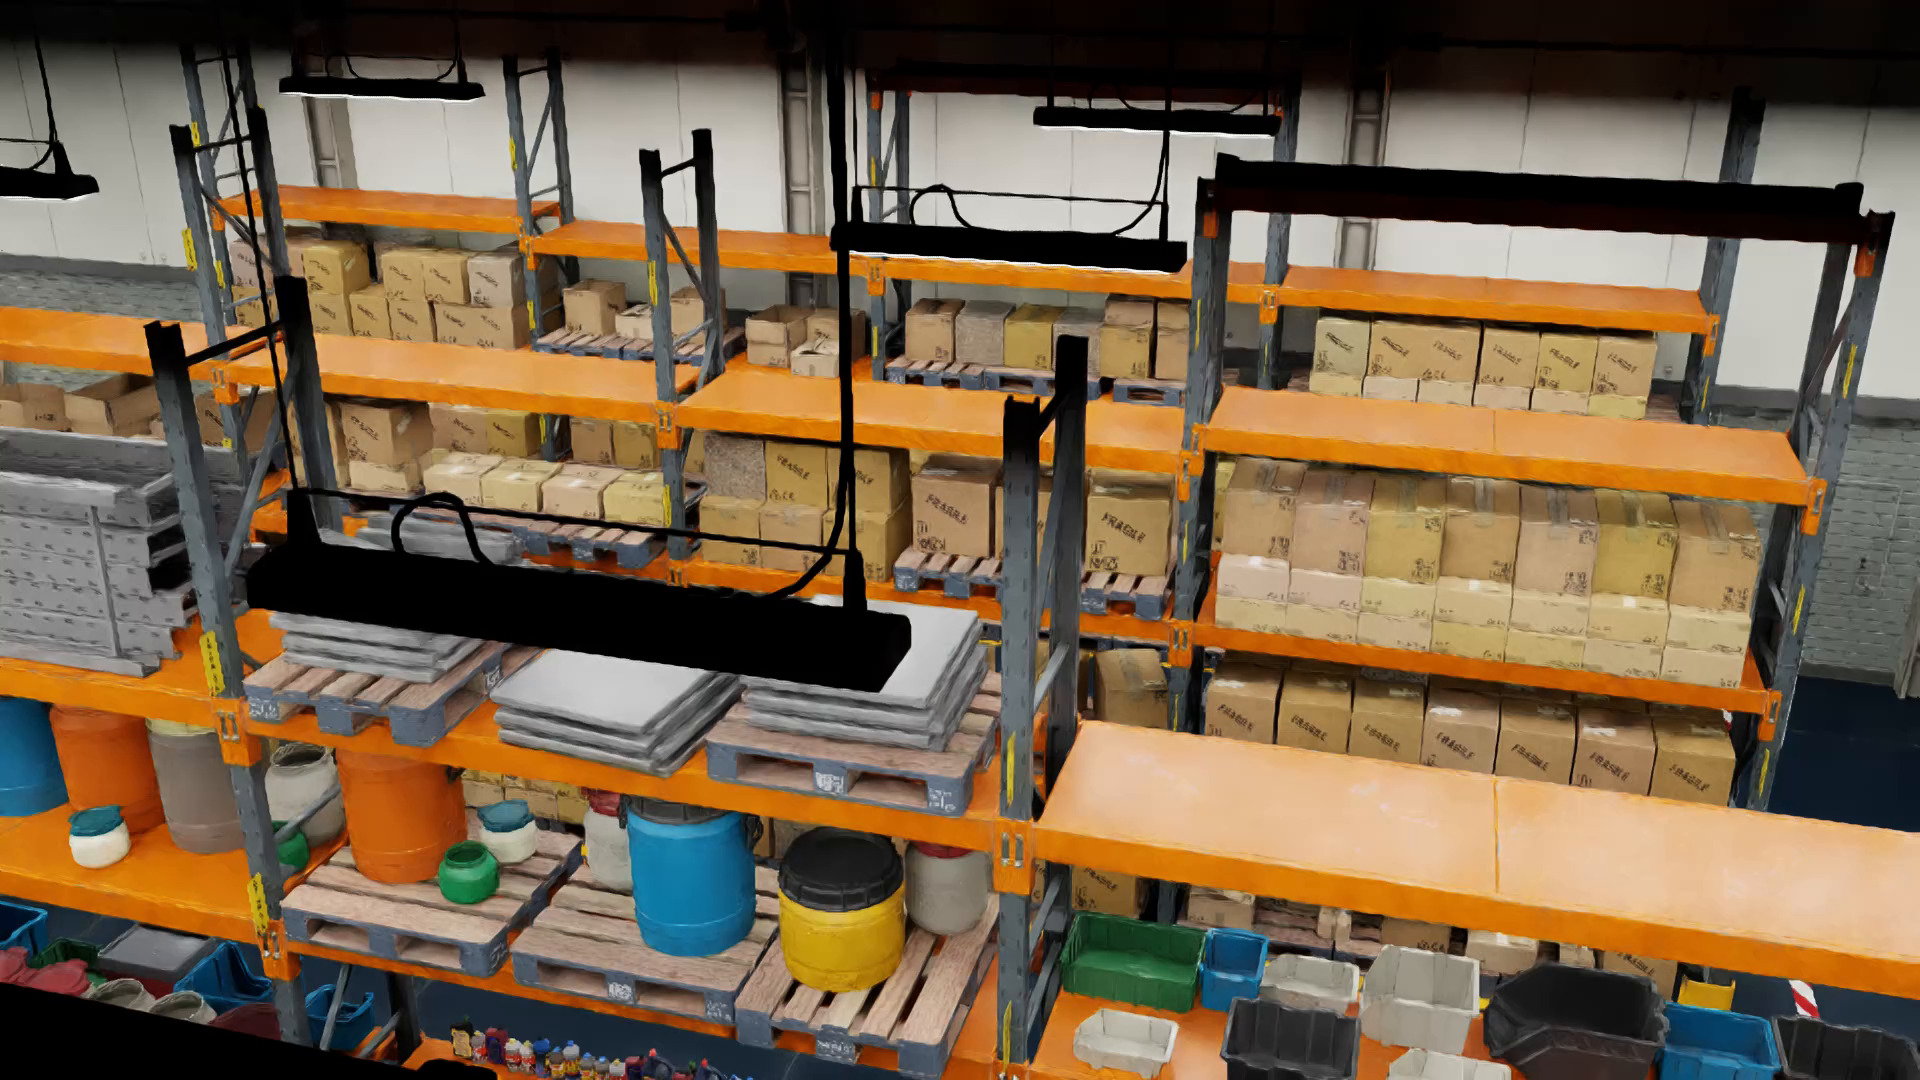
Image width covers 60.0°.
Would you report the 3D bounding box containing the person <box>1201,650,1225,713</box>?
[{"bbox_3d":[2.753,0.972,16.326,1.088,1.589,0.456,7,24,17],"label":"person"}]
